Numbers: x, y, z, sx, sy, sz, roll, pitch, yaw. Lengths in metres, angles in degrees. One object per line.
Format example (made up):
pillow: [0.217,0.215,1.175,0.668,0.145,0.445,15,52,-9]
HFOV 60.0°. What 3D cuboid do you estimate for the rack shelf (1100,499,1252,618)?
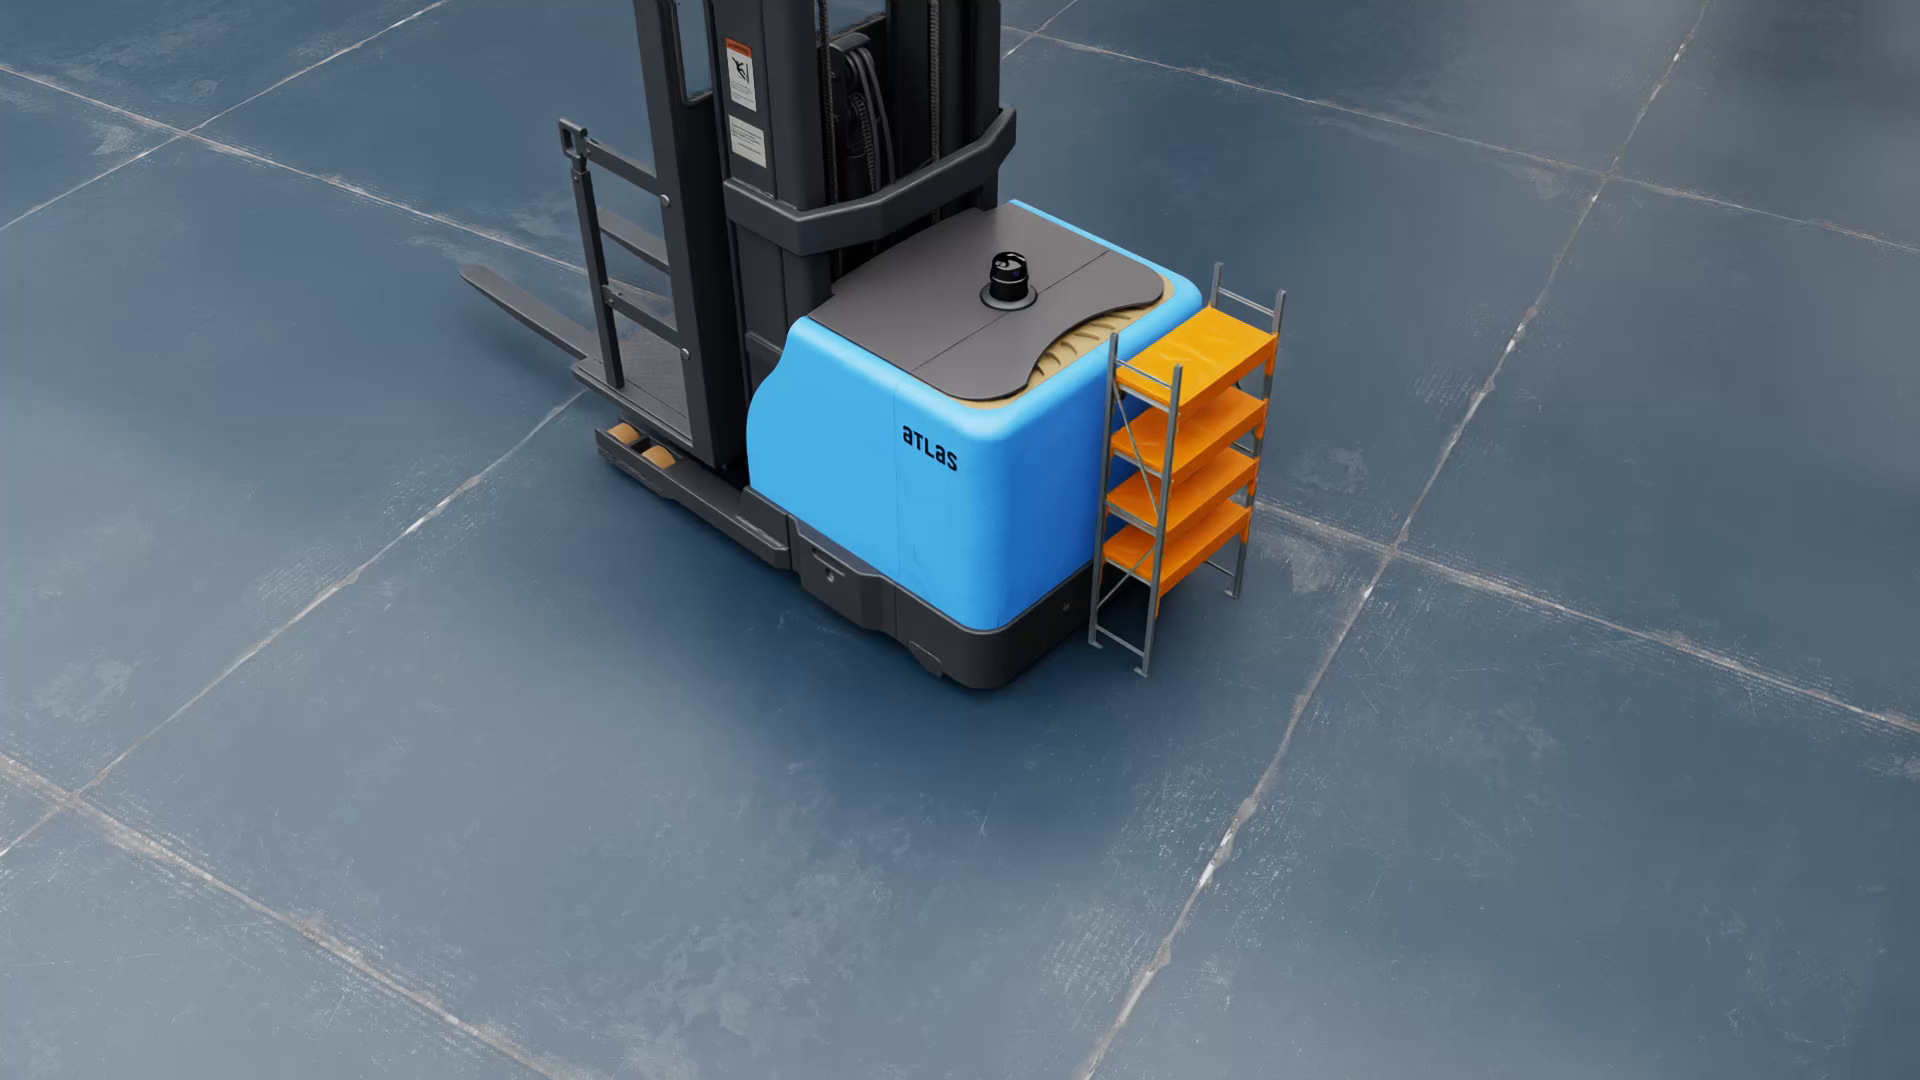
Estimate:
rack shelf: [0.671,0.012,5.231,0.258,0.148,0.480,31,50,30]

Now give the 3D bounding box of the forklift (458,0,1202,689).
forklift: [-0.672,-1.493,5.227,3.031,2.935,1.130,32,50,31]

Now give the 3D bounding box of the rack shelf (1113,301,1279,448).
rack shelf: [0.671,-0.483,4.796,0.258,0.148,0.480,31,50,30]

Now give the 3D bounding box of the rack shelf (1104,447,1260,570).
rack shelf: [0.671,-0.137,5.100,0.258,0.148,0.480,31,50,30]

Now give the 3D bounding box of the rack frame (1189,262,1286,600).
rack frame: [0.836,-0.306,5.190,0.240,1.200,0.015,31,50,30]

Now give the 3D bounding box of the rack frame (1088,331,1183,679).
rack frame: [0.506,-0.069,4.920,0.240,1.200,0.015,31,50,30]

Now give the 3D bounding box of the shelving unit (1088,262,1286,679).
shelving unit: [0.671,-0.188,5.055,0.258,1.200,0.503,31,50,30]

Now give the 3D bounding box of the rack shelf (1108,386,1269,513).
rack shelf: [0.671,-0.305,4.952,0.258,0.148,0.480,31,50,30]
